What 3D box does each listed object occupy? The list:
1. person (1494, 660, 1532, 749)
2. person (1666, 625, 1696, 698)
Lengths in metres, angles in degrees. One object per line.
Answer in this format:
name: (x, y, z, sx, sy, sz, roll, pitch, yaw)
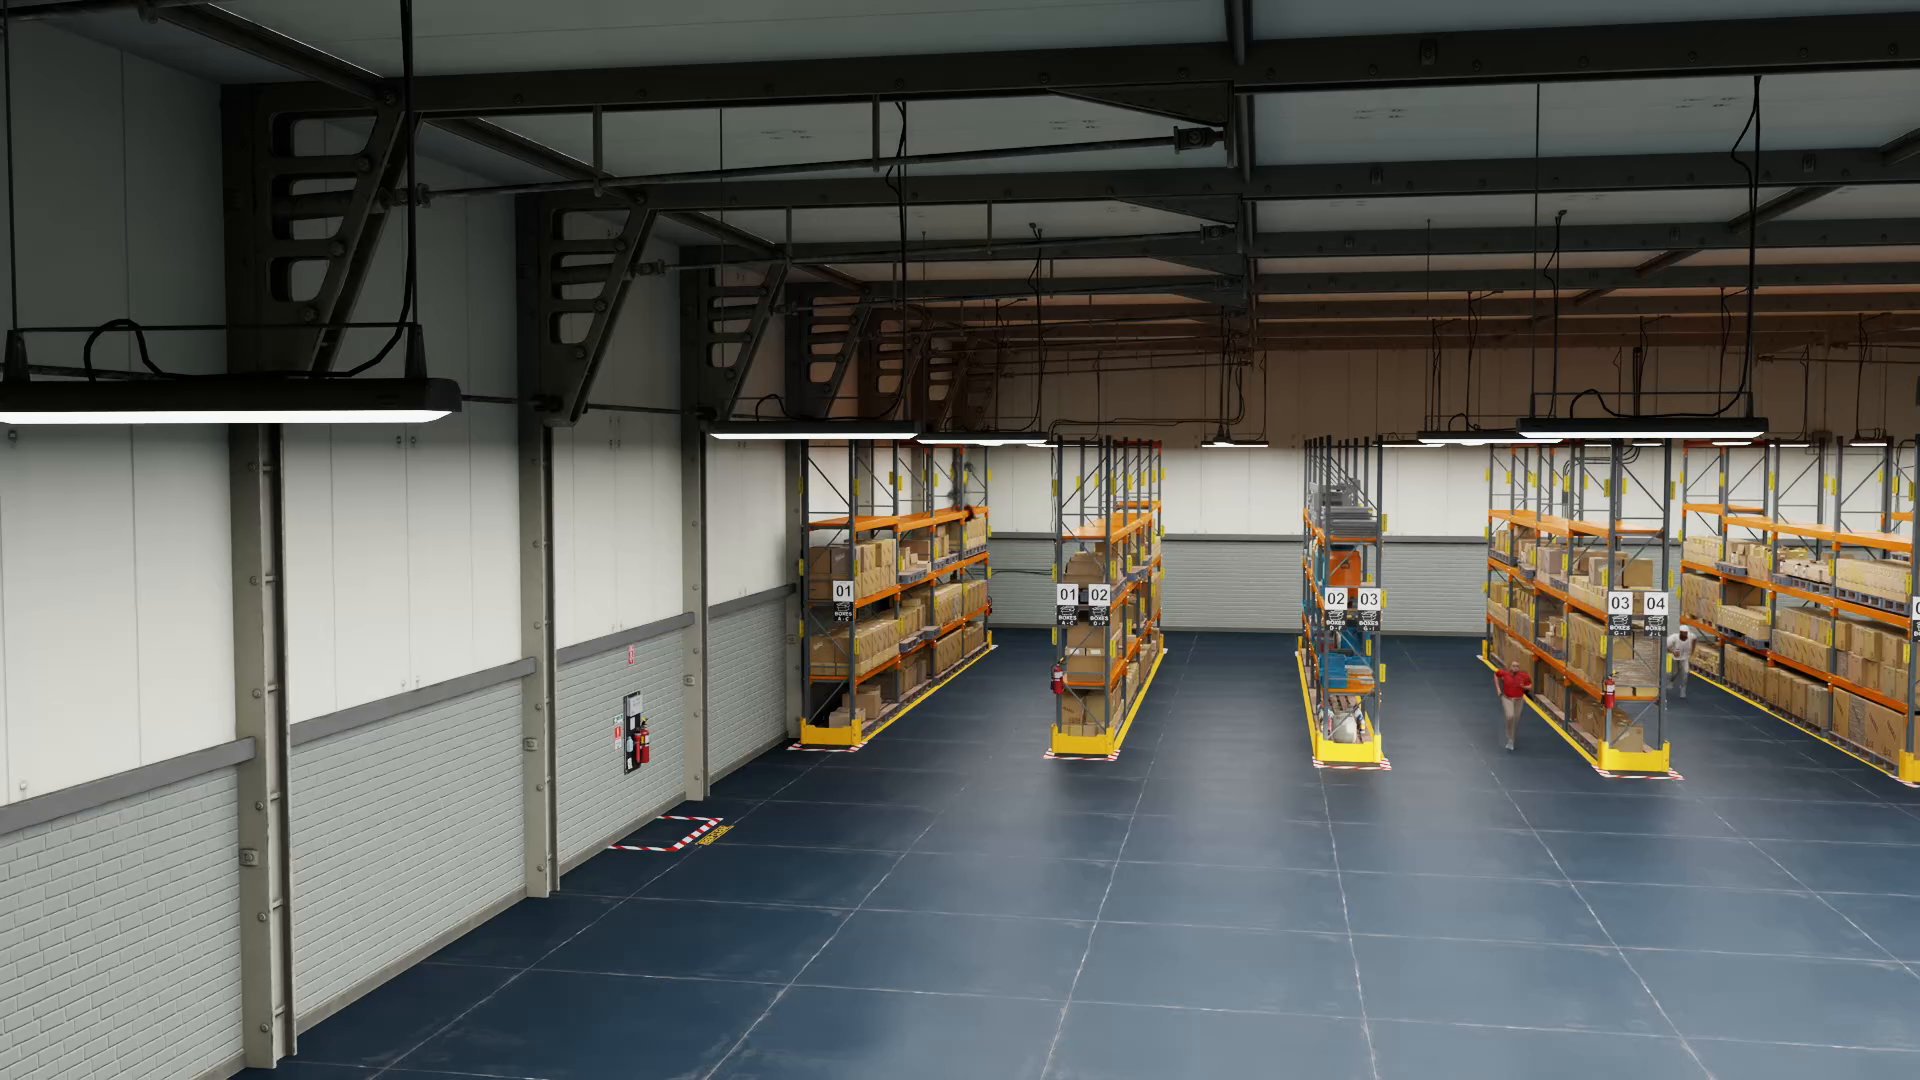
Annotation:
person: (10.674, 3.154, 32.120, 0.650, 1.737, 0.965, 0, 3, 5)
person: (16.806, 2.798, 38.889, 0.743, 1.714, 1.057, 0, 3, 2)
